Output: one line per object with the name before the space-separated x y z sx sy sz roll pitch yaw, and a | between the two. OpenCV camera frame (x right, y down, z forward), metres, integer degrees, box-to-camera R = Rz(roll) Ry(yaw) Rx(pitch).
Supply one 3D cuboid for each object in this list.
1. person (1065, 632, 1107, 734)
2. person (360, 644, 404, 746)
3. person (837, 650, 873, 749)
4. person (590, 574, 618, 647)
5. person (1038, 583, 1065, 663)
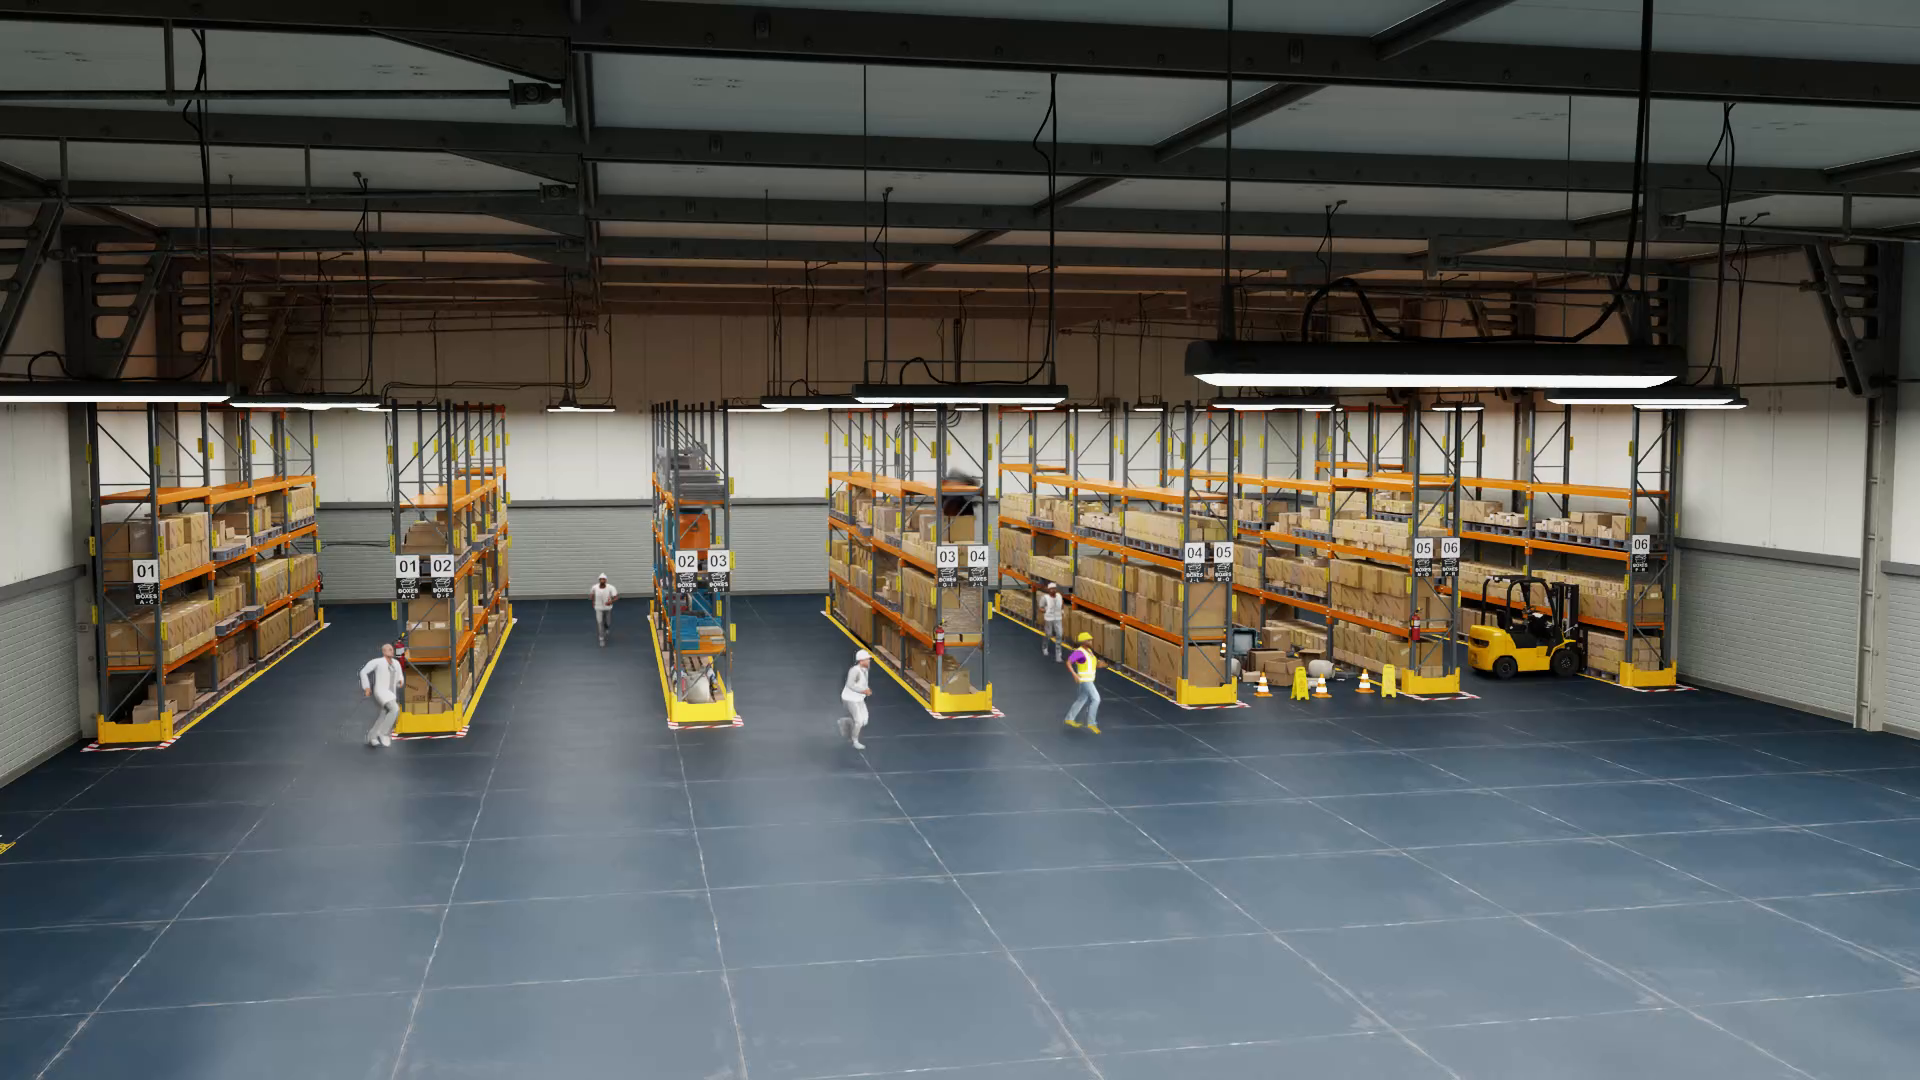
person | 2.259 2.579 30.014 0.775 1.831 0.671 1 4 16
person | -9.911 2.717 28.799 0.702 1.637 0.690 2 5 24
person | -1.798 2.729 28.526 0.736 1.710 0.641 2 5 26
person | -8.892 1.729 41.566 0.666 1.775 1.133 -1 4 -12
person | 2.156 1.902 38.823 0.686 1.819 0.907 -1 4 -14
